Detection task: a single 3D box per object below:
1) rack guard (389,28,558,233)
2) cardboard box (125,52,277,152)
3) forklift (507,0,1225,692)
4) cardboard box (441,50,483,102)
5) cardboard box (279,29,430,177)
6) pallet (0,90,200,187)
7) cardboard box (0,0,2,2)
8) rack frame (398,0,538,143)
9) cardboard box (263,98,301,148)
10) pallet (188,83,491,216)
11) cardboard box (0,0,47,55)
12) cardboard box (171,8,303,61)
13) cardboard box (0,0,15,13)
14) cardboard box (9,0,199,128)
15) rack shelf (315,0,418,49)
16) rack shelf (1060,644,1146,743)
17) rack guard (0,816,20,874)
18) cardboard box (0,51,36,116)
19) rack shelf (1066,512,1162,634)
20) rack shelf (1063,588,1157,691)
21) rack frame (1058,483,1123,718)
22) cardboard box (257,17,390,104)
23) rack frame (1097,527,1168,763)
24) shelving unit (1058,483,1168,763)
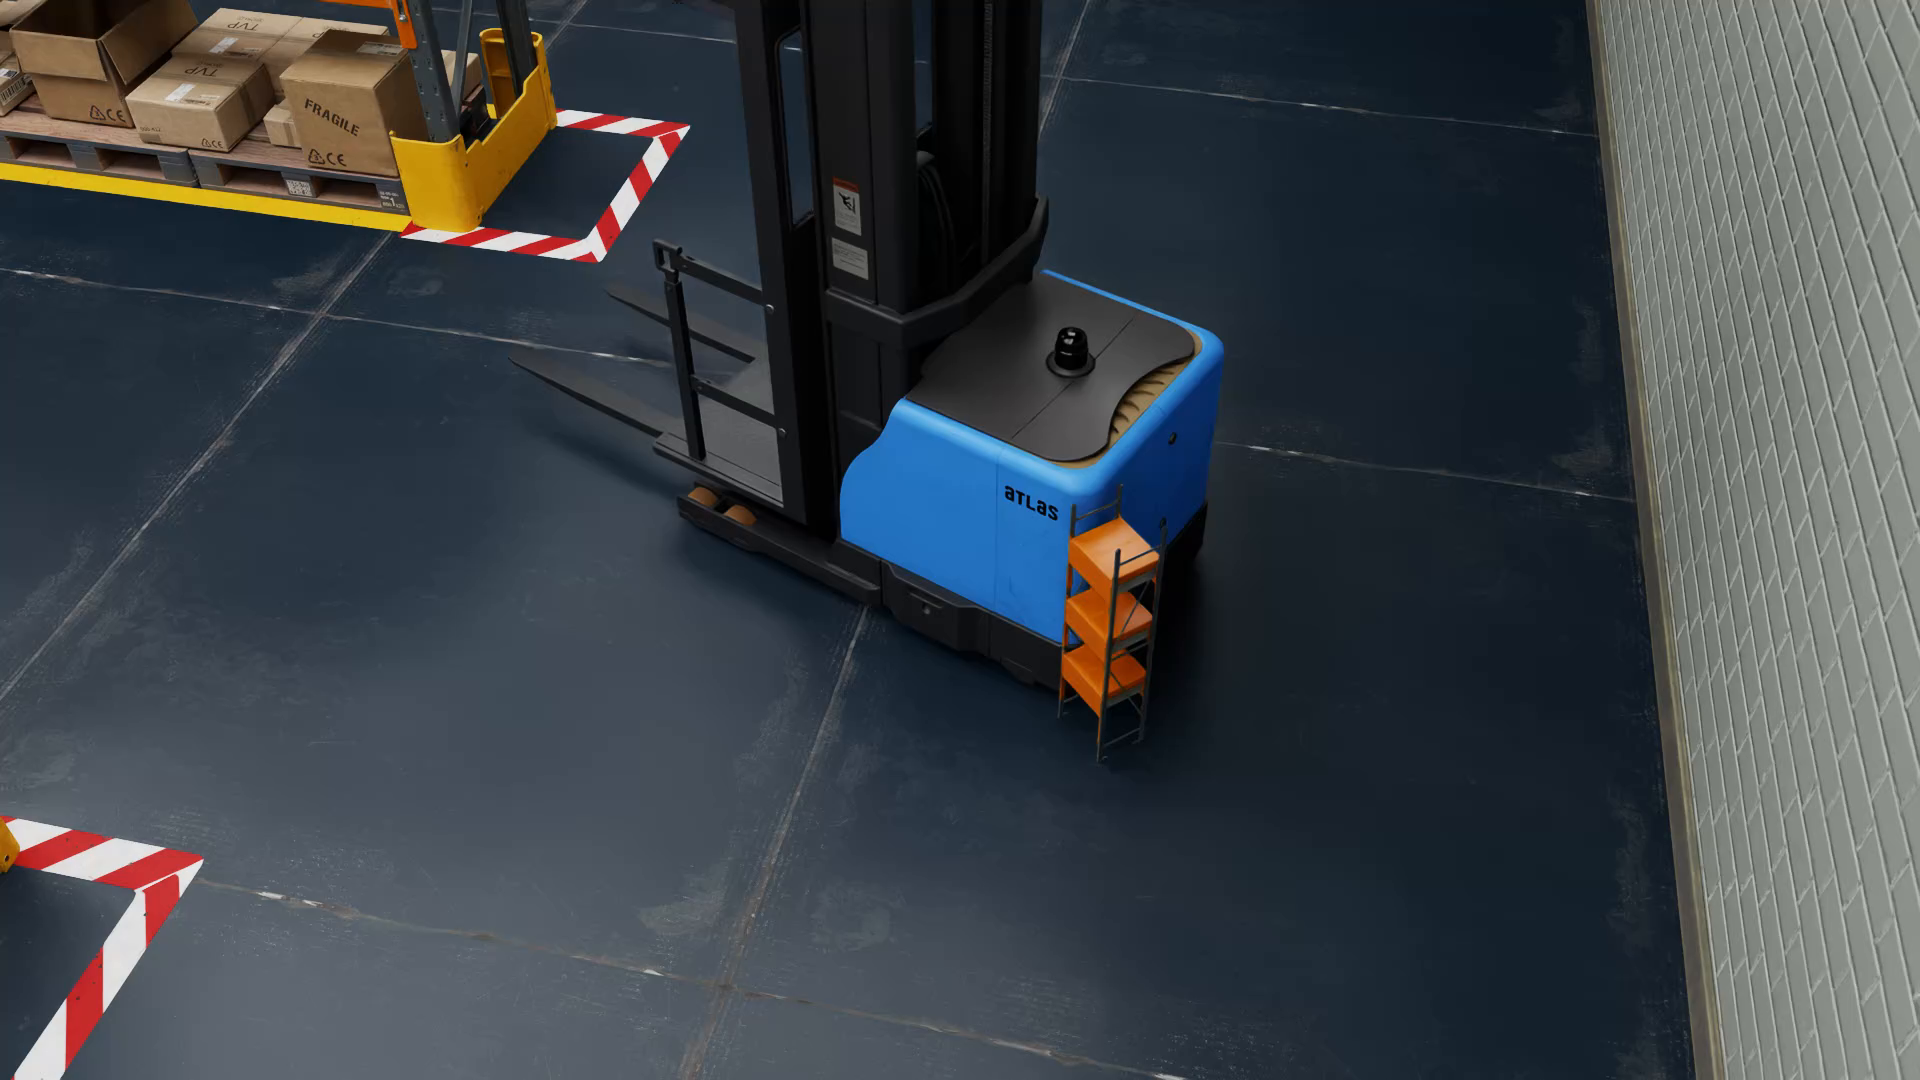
[{"bbox_3d":[-2.491,-2.135,8.608,0.348,0.500,1.175,9,45,9],"label":"rack guard"},{"bbox_3d":[-3.921,-2.272,8.613,0.500,0.250,0.500,9,45,9],"label":"cardboard box"},{"bbox_3d":[-0.540,-1.308,5.996,3.031,2.935,1.130,25,49,24],"label":"forklift"},{"bbox_3d":[-2.750,-2.452,8.873,0.250,0.149,0.380,9,45,9],"label":"cardboard box"},{"bbox_3d":[-3.001,-2.198,8.356,0.500,0.500,0.500,9,45,9],"label":"cardboard box"},{"bbox_3d":[-4.456,-2.337,9.026,1.213,0.211,1.003,9,45,9],"label":"pallet"},{"bbox_3d":[-5.702,-2.994,9.183,0.500,0.500,0.500,9,45,9],"label":"cardboard box"},{"bbox_3d":[-2.416,-3.024,7.729,0.127,3.000,1.000,9,45,9],"label":"rack frame"},{"bbox_3d":[-3.376,-2.200,8.598,0.250,0.166,0.380,9,45,9],"label":"cardboard box"},{"bbox_3d":[-3.269,-2.151,8.833,1.213,0.211,1.003,9,45,9],"label":"pallet"},{"bbox_3d":[-4.970,-2.812,9.130,0.500,0.311,0.500,9,45,9],"label":"cardboard box"},{"bbox_3d":[-3.861,-2.618,8.972,0.500,0.250,0.500,9,45,9],"label":"cardboard box"},{"bbox_3d":[-5.323,-2.851,9.287,0.250,0.149,0.380,9,45,9],"label":"cardboard box"},{"bbox_3d":[-4.485,-2.608,8.780,0.637,0.503,0.797,9,45,9],"label":"cardboard box"},{"bbox_3d":[-4.368,-3.068,8.293,4.000,0.370,1.077,9,45,9],"label":"rack shelf"},{"bbox_3d":[0.509,0.513,5.875,0.215,0.259,0.240,-23,48,-22],"label":"rack shelf"},{"bbox_3d":[-3.475,1.223,5.119,0.348,0.500,1.175,9,45,9],"label":"rack guard"},{"bbox_3d":[-5.111,-2.434,8.841,0.250,0.166,0.380,9,45,9],"label":"cardboard box"},{"bbox_3d":[0.509,0.107,5.487,0.215,0.259,0.240,-23,48,-22],"label":"rack shelf"},{"bbox_3d":[0.509,0.312,5.683,0.215,0.259,0.240,-23,48,-22],"label":"rack shelf"},{"bbox_3d":[0.445,0.233,5.751,0.200,1.050,0.008,-23,48,-22],"label":"rack frame"},{"bbox_3d":[-3.373,-2.542,8.894,0.500,0.250,0.500,9,45,9],"label":"cardboard box"},{"bbox_3d":[0.573,0.376,5.601,0.200,1.050,0.008,-23,48,-22],"label":"rack frame"},{"bbox_3d":[0.509,0.305,5.676,0.215,1.050,0.252,-23,48,-22],"label":"shelving unit"}]
